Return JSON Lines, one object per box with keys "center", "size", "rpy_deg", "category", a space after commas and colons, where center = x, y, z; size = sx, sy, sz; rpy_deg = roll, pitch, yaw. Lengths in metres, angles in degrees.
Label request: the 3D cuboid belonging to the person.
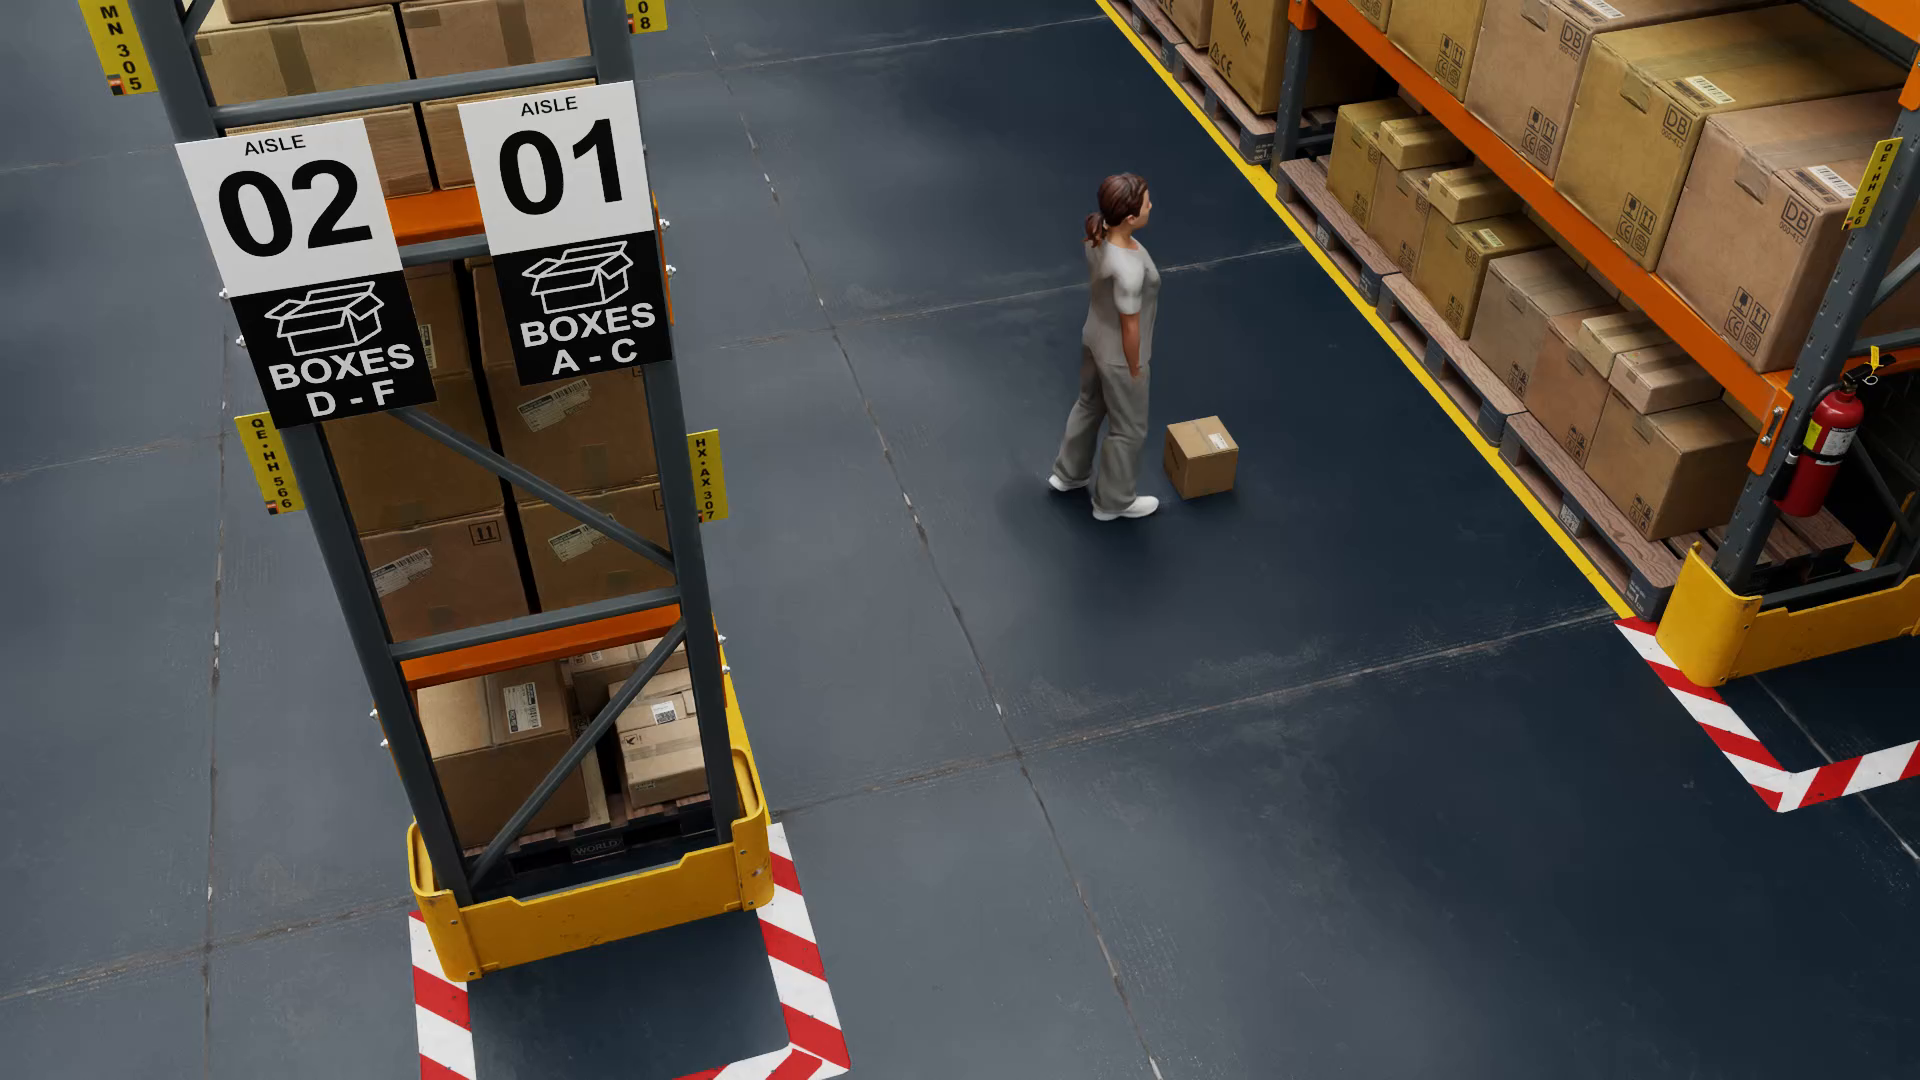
{"center": [0.652, -0.777, 7.074], "size": [0.442, 1.748, 0.443], "rpy_deg": [-11, 44, -12], "category": "person"}
